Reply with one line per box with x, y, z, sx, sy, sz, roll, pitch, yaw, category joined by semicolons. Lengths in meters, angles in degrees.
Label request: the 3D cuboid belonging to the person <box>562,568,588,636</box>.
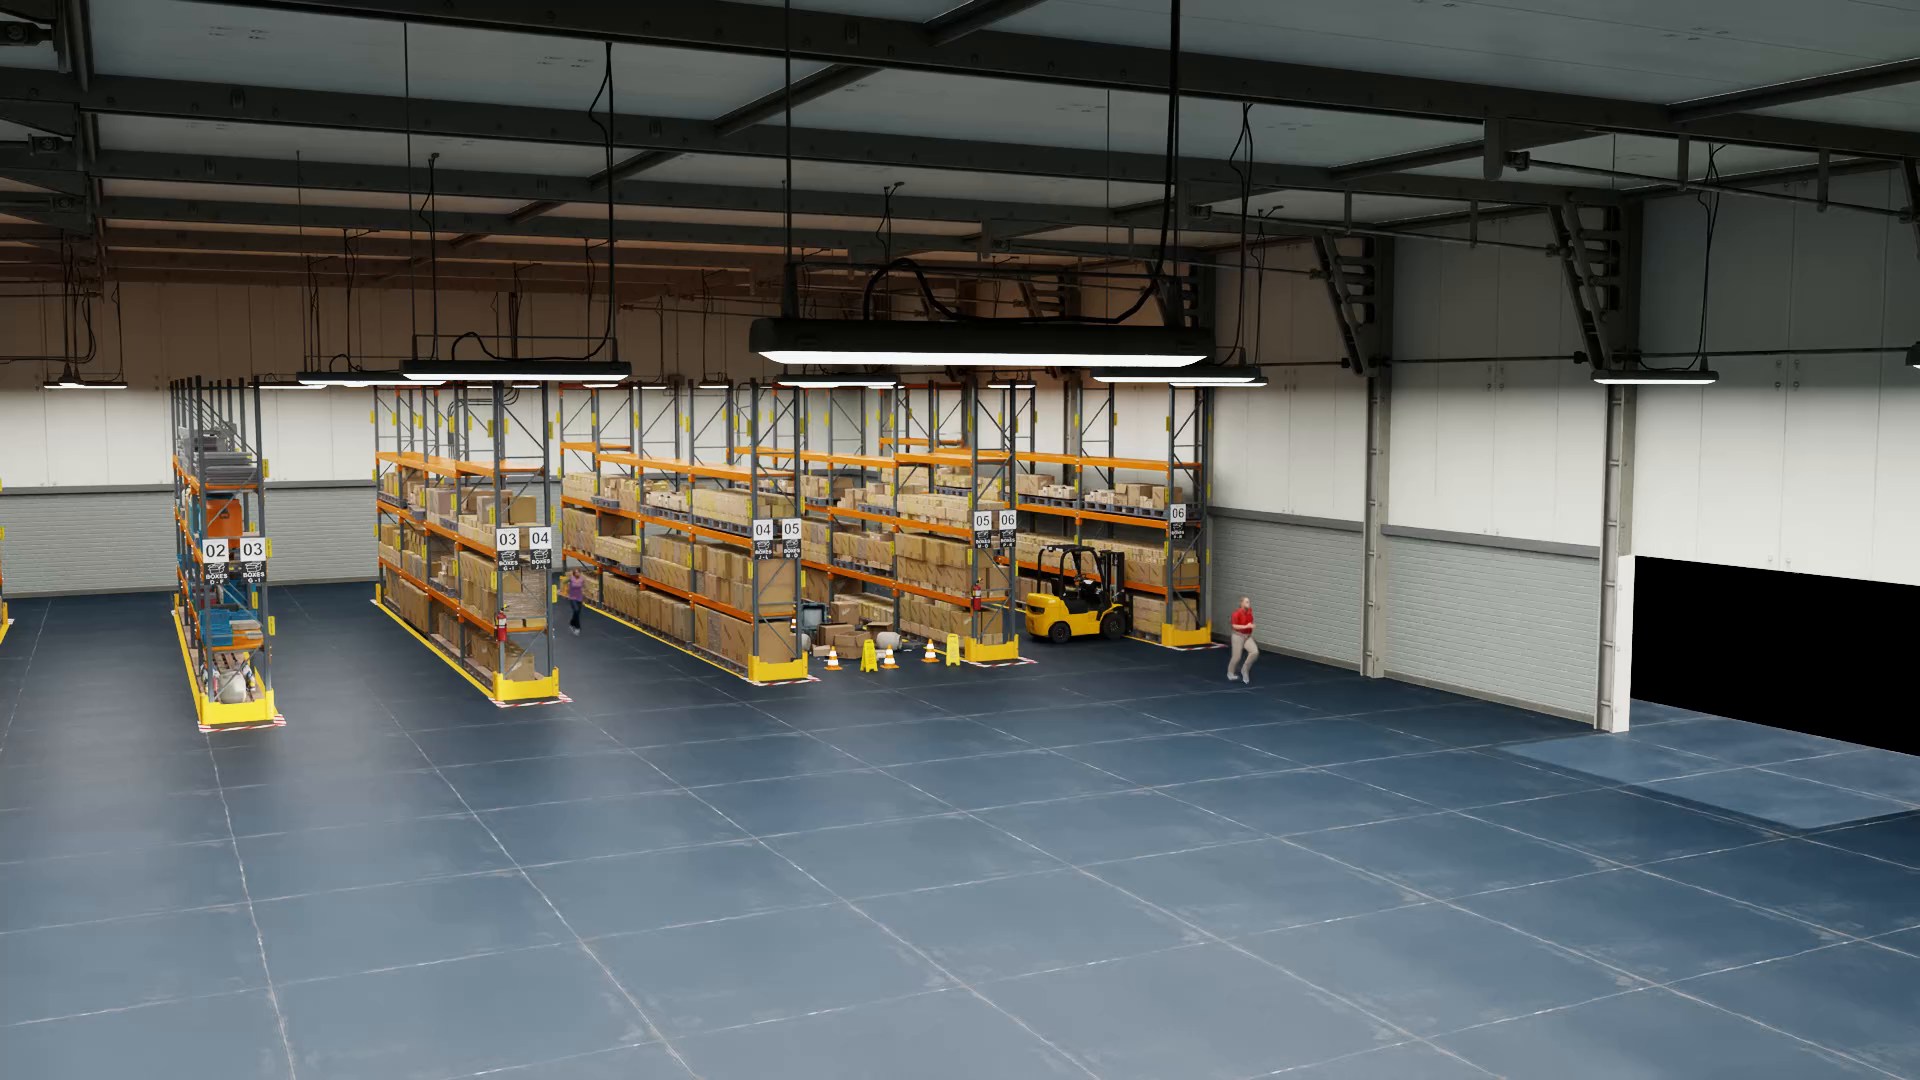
-9.076;1.443;39.234;0.555;1.615;0.789;-3;6;-28;person

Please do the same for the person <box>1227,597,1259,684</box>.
5.564;1.965;32.705;0.693;1.726;0.832;-3;6;-33;person

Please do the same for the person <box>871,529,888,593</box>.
-2.188;0.583;45.044;0.596;1.770;0.675;-3;6;-32;person
